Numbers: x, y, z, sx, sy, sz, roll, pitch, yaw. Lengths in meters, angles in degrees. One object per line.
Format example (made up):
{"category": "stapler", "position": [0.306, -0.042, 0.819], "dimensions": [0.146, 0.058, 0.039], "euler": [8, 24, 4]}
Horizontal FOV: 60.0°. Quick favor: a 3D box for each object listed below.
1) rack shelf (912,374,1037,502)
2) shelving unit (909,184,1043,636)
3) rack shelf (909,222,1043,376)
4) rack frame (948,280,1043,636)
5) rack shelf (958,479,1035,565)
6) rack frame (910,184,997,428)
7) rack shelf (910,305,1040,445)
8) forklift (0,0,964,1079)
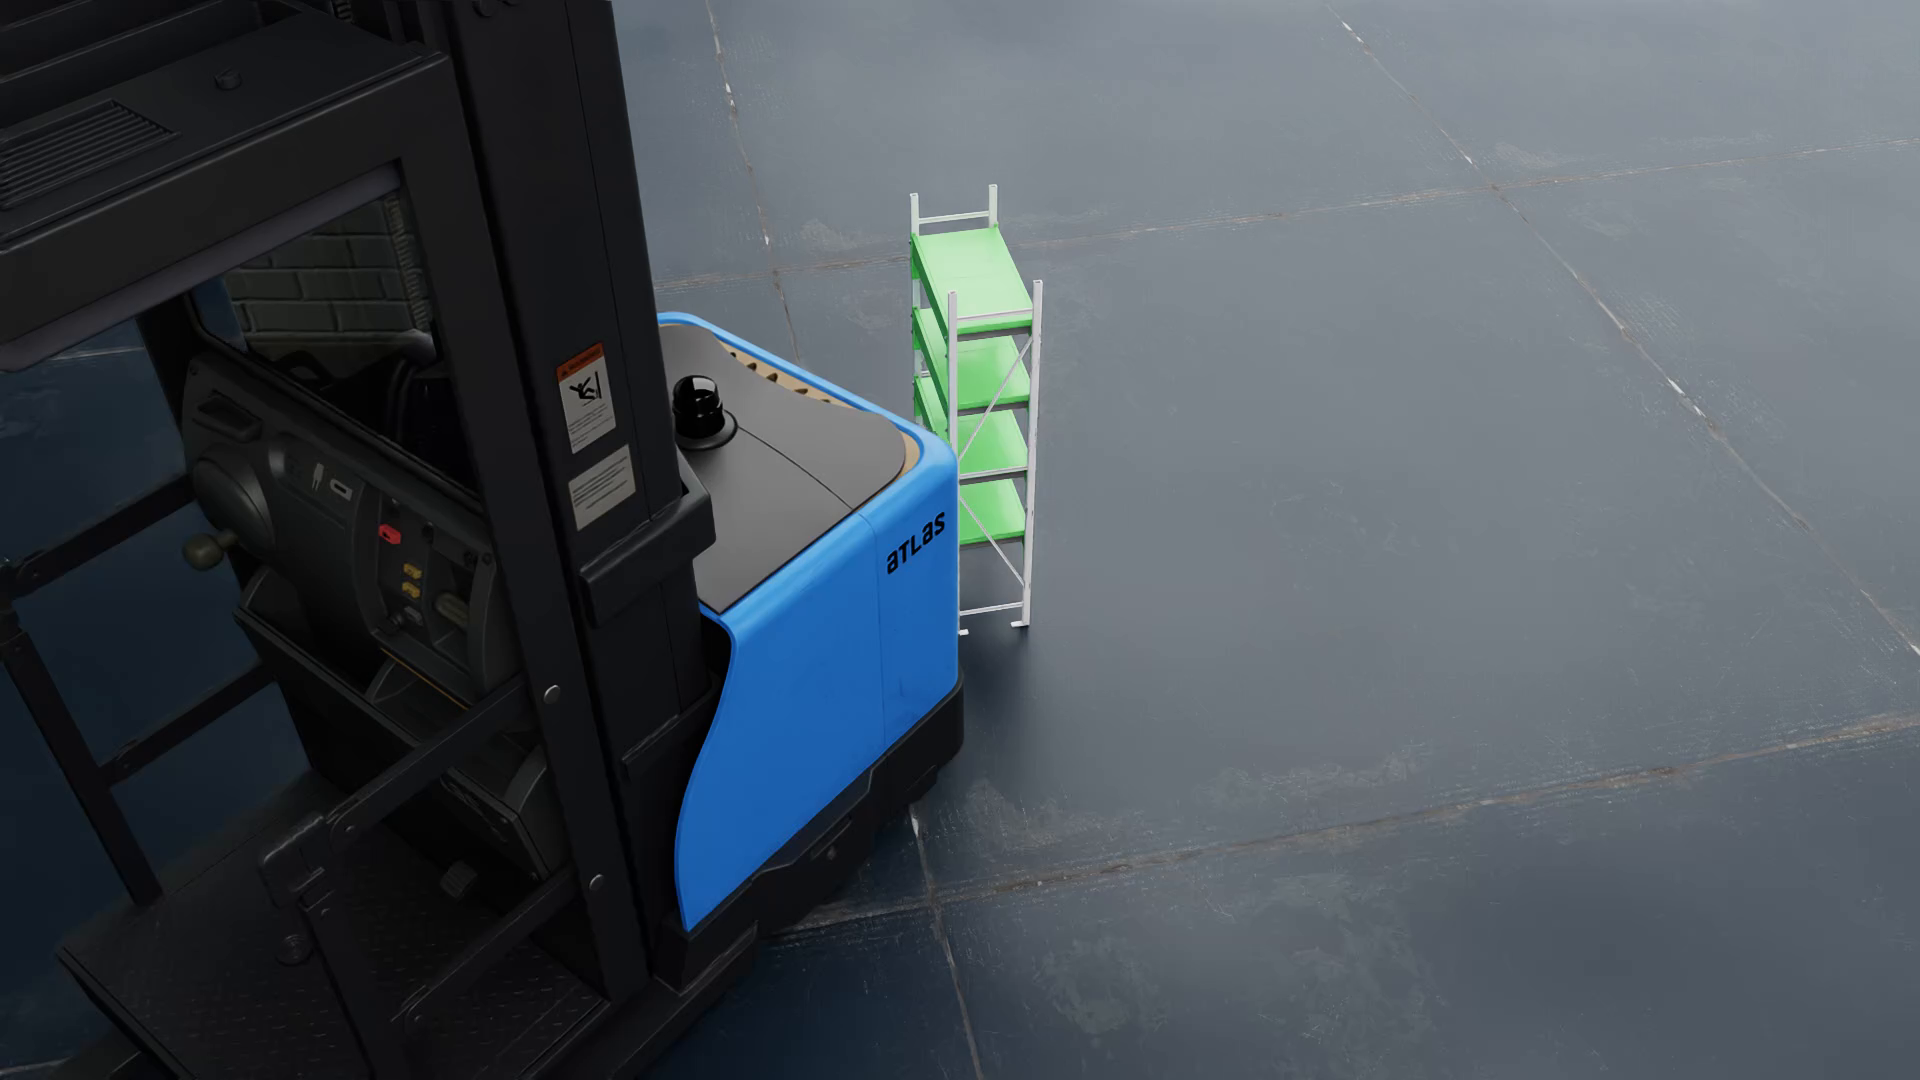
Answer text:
{"category": "rack shelf", "position": [0.036, -0.294, 4.773], "dimensions": [0.258, 0.148, 0.480], "euler": [-8, 42, -9]}
{"category": "shelving unit", "position": [0.036, -0.341, 4.731], "dimensions": [0.258, 1.200, 0.503], "euler": [-8, 42, -9]}
{"category": "rack shelf", "position": [0.036, -0.653, 4.455], "dimensions": [0.258, 0.148, 0.480], "euler": [-8, 42, -9]}
{"category": "rack frame", "position": [0.088, -0.183, 4.553], "dimensions": [0.240, 1.200, 0.015], "euler": [-8, 42, -9]}
{"category": "rack shelf", "position": [0.036, -0.114, 4.933], "dimensions": [0.258, 0.148, 0.480], "euler": [-8, 42, -9]}
{"category": "rack frame", "position": [-0.017, -0.500, 4.909], "dimensions": [0.240, 1.200, 0.015], "euler": [-8, 42, -9]}
{"category": "rack shelf", "position": [0.036, -0.473, 4.614], "dimensions": [0.258, 0.148, 0.480], "euler": [-8, 42, -9]}
{"category": "forklift", "position": [-1.300, 0.052, 2.983], "dimensions": [1.130, 2.935, 3.031], "euler": [28, 49, 28]}
